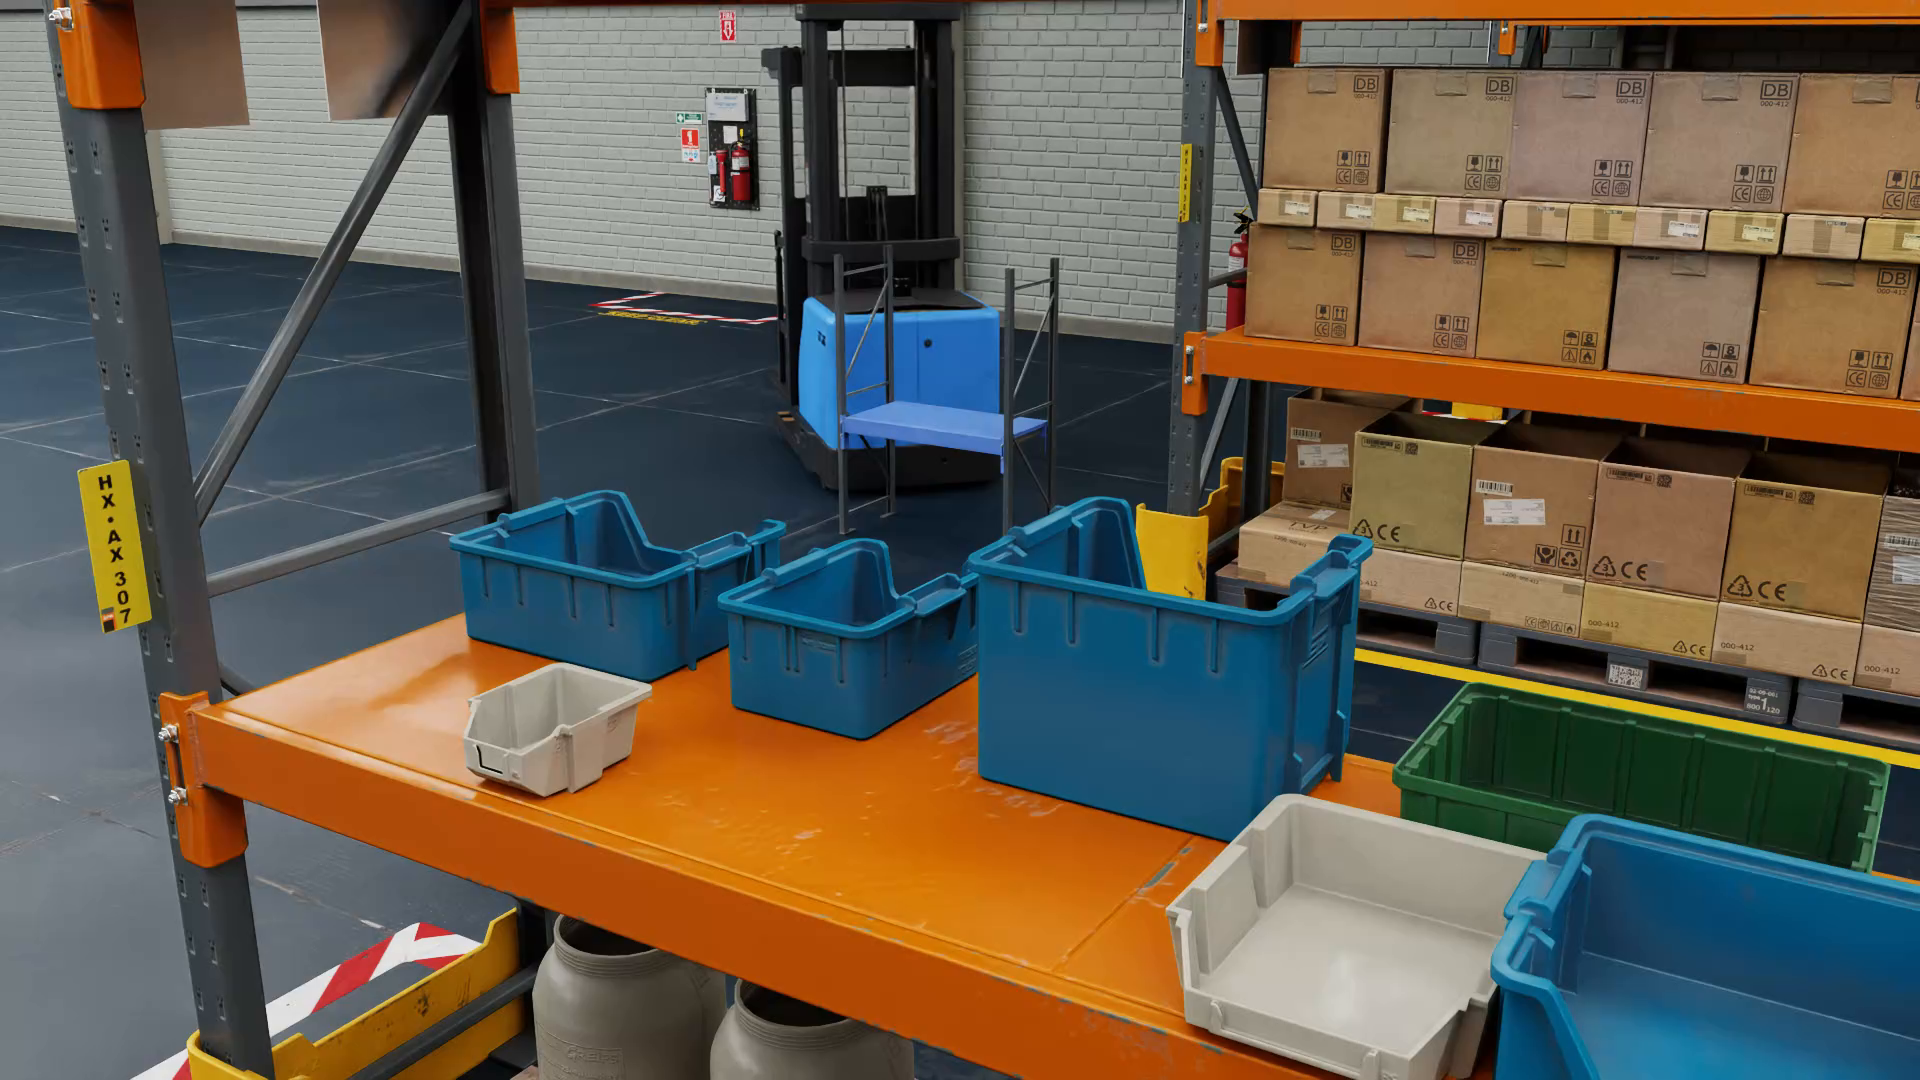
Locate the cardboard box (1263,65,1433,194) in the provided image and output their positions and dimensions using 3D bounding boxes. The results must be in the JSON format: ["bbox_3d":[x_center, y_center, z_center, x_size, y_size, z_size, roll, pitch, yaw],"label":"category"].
[{"bbox_3d":[1.698,-1.802,7.250,0.500,0.500,0.700,10,20,30],"label":"cardboard box"}]

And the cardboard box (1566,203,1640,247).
[{"bbox_3d":[2.582,-1.266,6.600,0.250,0.149,0.380,10,19,29],"label":"cardboard box"}]

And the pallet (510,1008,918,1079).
[{"bbox_3d":[-0.555,1.469,3.681,1.213,0.211,1.003,10,20,30],"label":"pallet"}]

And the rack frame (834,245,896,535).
[{"bbox_3d":[-0.506,-0.808,8.960,0.032,1.500,0.500,10,20,30],"label":"rack frame"}]

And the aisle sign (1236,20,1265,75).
[{"bbox_3d":[1.360,-2.543,7.618,0.004,0.787,0.394,10,20,30],"label":"aisle sign"}]

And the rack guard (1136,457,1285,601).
[{"bbox_3d":[1.241,-0.024,8.099,0.348,0.500,1.175,10,20,30],"label":"rack guard"}]

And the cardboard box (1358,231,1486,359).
[{"bbox_3d":[2.103,-1.111,7.206,0.500,0.500,0.700,11,20,31],"label":"cardboard box"}]

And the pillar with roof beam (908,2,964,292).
[{"bbox_3d":[-2.465,-5.268,10.742,0.400,9.000,9.100,10,20,30],"label":"pillar with roof beam"}]

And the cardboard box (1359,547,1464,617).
[{"bbox_3d":[2.030,0.110,7.365,0.500,0.250,0.500,10,20,30],"label":"cardboard box"}]

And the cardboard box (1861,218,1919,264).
[{"bbox_3d":[3.460,-1.109,6.085,0.250,0.149,0.380,10,20,30],"label":"cardboard box"}]

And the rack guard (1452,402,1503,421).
[{"bbox_3d":[3.916,-1.236,12.090,0.348,0.500,1.175,10,20,30],"label":"rack guard"}]

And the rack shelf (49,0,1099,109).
[{"bbox_3d":[0.371,-0.777,2.354,4.000,0.370,1.077,10,20,30],"label":"rack shelf"}]

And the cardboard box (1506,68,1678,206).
[{"bbox_3d":[2.579,-1.647,6.739,0.500,0.500,0.700,10,20,30],"label":"cardboard box"}]

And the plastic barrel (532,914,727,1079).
[{"bbox_3d":[-0.733,1.081,3.720,0.421,0.512,0.421,0,17,0],"label":"plastic barrel"}]

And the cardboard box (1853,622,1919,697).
[{"bbox_3d":[3.740,0.412,6.372,0.500,0.250,0.500,10,20,30],"label":"cardboard box"}]

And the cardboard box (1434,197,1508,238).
[{"bbox_3d":[2.136,-1.345,6.859,0.250,0.149,0.380,10,19,29],"label":"cardboard box"}]

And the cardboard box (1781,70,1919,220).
[{"bbox_3d":[3.431,-1.495,6.238,0.500,0.500,0.700,10,20,30],"label":"cardboard box"}]

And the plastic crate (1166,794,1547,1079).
[{"bbox_3d":[0.559,0.560,2.329,0.437,0.136,0.530,10,20,30],"label":"plastic crate"}]

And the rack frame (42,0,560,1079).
[{"bbox_3d":[-1.334,0.010,3.687,0.127,3.000,1.000,10,20,30],"label":"rack frame"}]

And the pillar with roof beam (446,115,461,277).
[{"bbox_3d":[-7.578,-6.181,13.746,0.400,9.000,9.100,10,20,30],"label":"pillar with roof beam"}]

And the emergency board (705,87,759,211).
[{"bbox_3d":[-2.298,-3.849,16.392,0.643,1.169,0.194,10,20,30],"label":"emergency board"}]

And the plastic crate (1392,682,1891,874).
[{"bbox_3d":[1.066,0.444,2.625,0.662,0.188,0.450,10,20,30],"label":"plastic crate"}]

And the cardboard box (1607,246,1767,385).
[{"bbox_3d":[2.974,-0.955,6.692,0.500,0.500,0.700,11,20,32],"label":"cardboard box"}]

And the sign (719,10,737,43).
[{"bbox_3d":[-2.253,-4.984,16.141,0.199,0.298,0.001,10,20,30],"label":"sign"}]

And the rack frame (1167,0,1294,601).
[{"bbox_3d":[1.262,-1.216,7.724,0.127,3.000,1.000,10,20,30],"label":"rack frame"}]

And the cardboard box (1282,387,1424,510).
[{"bbox_3d":[1.875,-0.452,7.928,0.500,0.500,0.500,10,20,30],"label":"cardboard box"}]

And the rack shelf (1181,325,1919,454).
[{"bbox_3d":[2.966,-0.568,6.827,4.000,0.370,1.077,10,20,30],"label":"rack shelf"}]

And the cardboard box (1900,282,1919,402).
[{"bbox_3d":[3.836,-0.800,6.182,0.500,0.500,0.700,10,20,29],"label":"cardboard box"}]

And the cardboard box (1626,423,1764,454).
[{"bbox_3d":[3.160,-0.227,7.187,0.500,0.500,0.500,10,20,30],"label":"cardboard box"}]

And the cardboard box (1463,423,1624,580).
[{"bbox_3d":[2.462,-0.175,7.015,0.500,0.500,0.500,10,20,30],"label":"cardboard box"}]

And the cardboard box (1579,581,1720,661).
[{"bbox_3d":[2.880,0.264,6.860,0.500,0.250,0.500,10,20,30],"label":"cardboard box"}]

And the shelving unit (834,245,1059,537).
[{"bbox_3d":[-0.073,-0.731,8.706,1.048,1.500,0.538,10,20,30],"label":"shelving unit"}]

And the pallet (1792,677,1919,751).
[{"bbox_3d":[4.015,0.595,6.559,1.213,0.211,1.003,10,20,30],"label":"pallet"}]

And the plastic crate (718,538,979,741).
[{"bbox_3d":[-0.200,0.183,3.372,0.408,0.251,0.499,10,20,30],"label":"plastic crate"}]

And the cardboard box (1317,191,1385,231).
[{"bbox_3d":[1.710,-1.422,7.113,0.250,0.149,0.380,10,19,29],"label":"cardboard box"}]

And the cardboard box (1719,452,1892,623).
[{"bbox_3d":[3.313,-0.022,6.512,0.500,0.500,0.500,10,20,30],"label":"cardboard box"}]

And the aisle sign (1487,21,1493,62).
[{"bbox_3d":[3.633,-3.624,11.178,0.004,0.787,0.394,10,20,30],"label":"aisle sign"}]

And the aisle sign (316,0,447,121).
[{"bbox_3d":[-1.239,-1.318,3.587,0.004,0.787,0.394,10,20,30],"label":"aisle sign"}]

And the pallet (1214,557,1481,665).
[{"bbox_3d":[1.935,0.224,7.780,1.213,0.211,1.003,10,20,30],"label":"pallet"}]

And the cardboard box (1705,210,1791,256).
[{"bbox_3d":[3.017,-1.187,6.341,0.250,0.149,0.380,11,20,32],"label":"cardboard box"}]

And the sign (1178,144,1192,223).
[{"bbox_3d":[0.966,-1.532,7.137,0.005,0.325,0.100,10,20,30],"label":"sign"}]

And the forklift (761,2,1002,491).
[{"bbox_3d":[-0.636,-2.074,10.667,1.130,2.935,3.031,-5,17,-15],"label":"forklift"}]

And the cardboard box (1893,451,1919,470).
[{"bbox_3d":[4.009,-0.074,6.682,0.500,0.500,0.500,10,20,30],"label":"cardboard box"}]
